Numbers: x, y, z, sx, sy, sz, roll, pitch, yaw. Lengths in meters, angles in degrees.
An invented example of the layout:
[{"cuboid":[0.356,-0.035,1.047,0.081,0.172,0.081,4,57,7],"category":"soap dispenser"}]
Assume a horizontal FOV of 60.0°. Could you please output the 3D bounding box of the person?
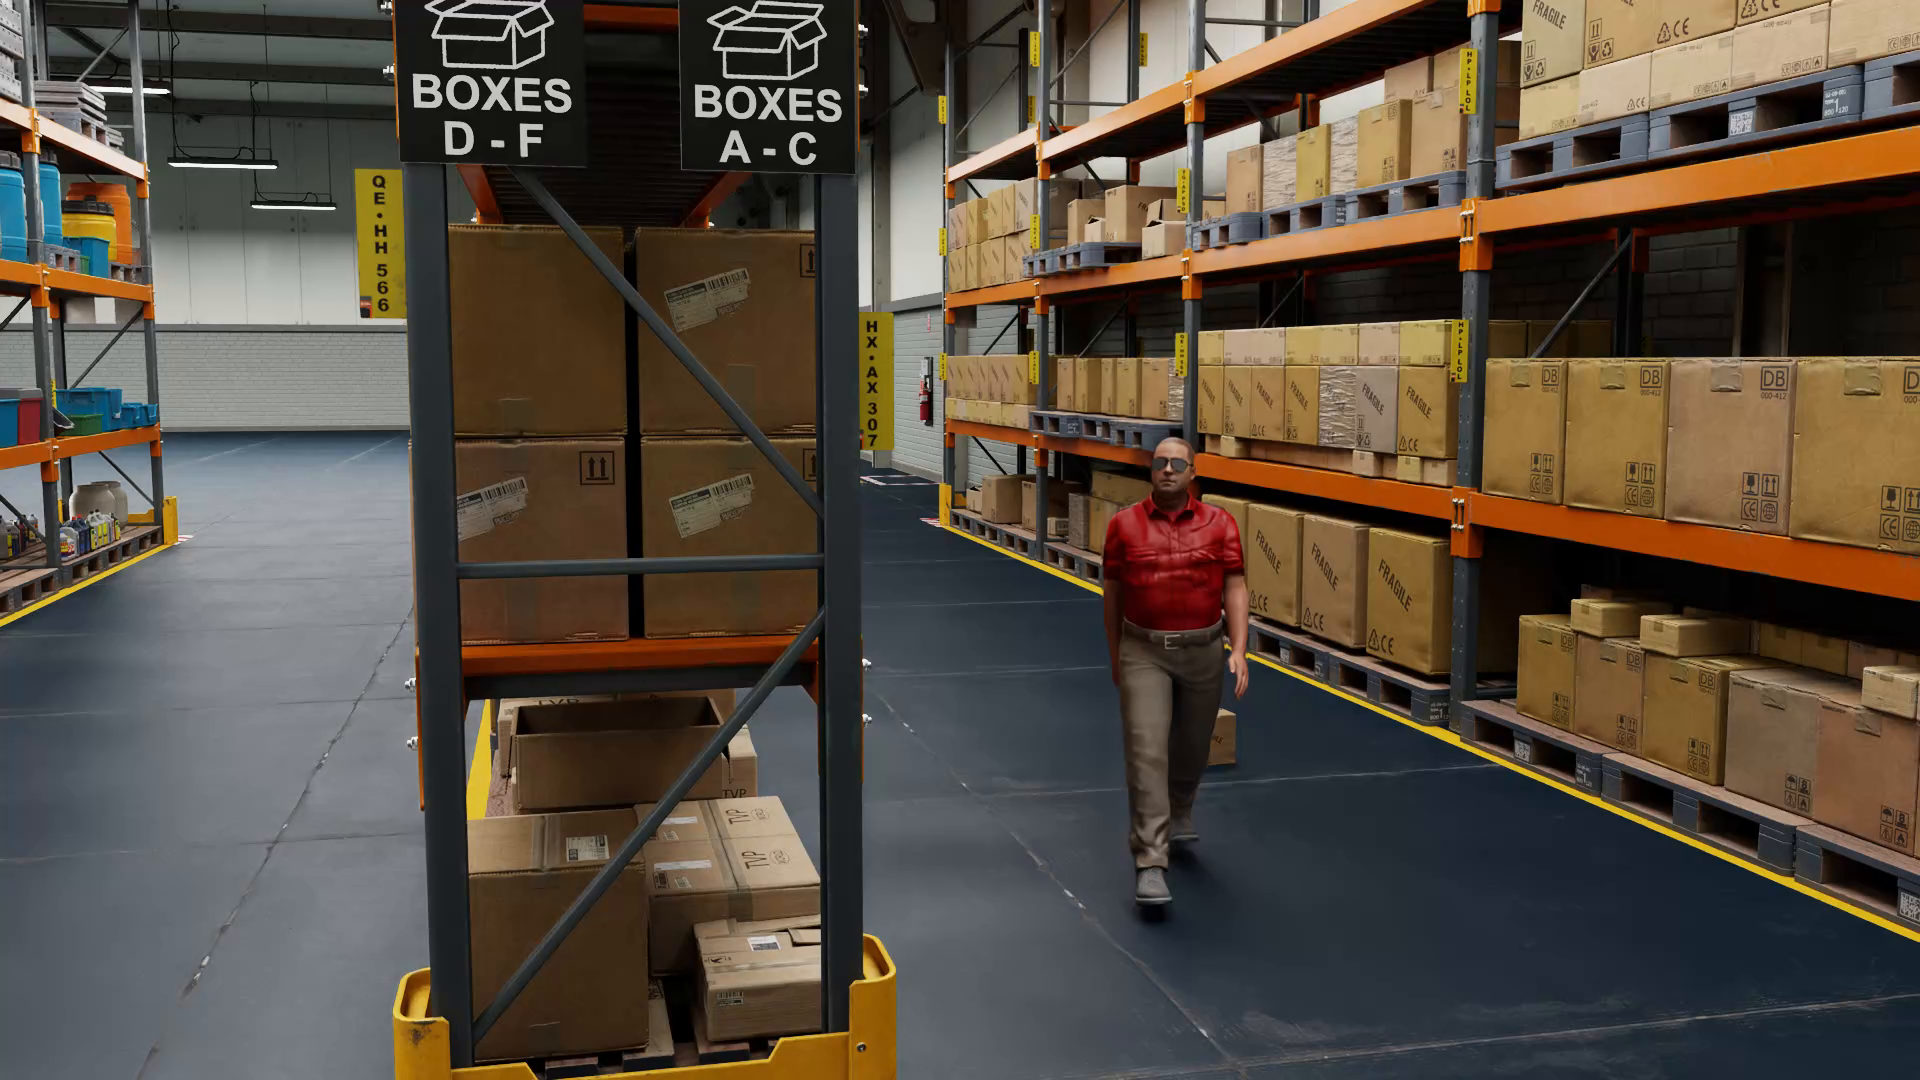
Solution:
[{"cuboid":[0.820,0.449,6.296,0.537,1.670,1.047,0,6,-1],"category":"person"}]
